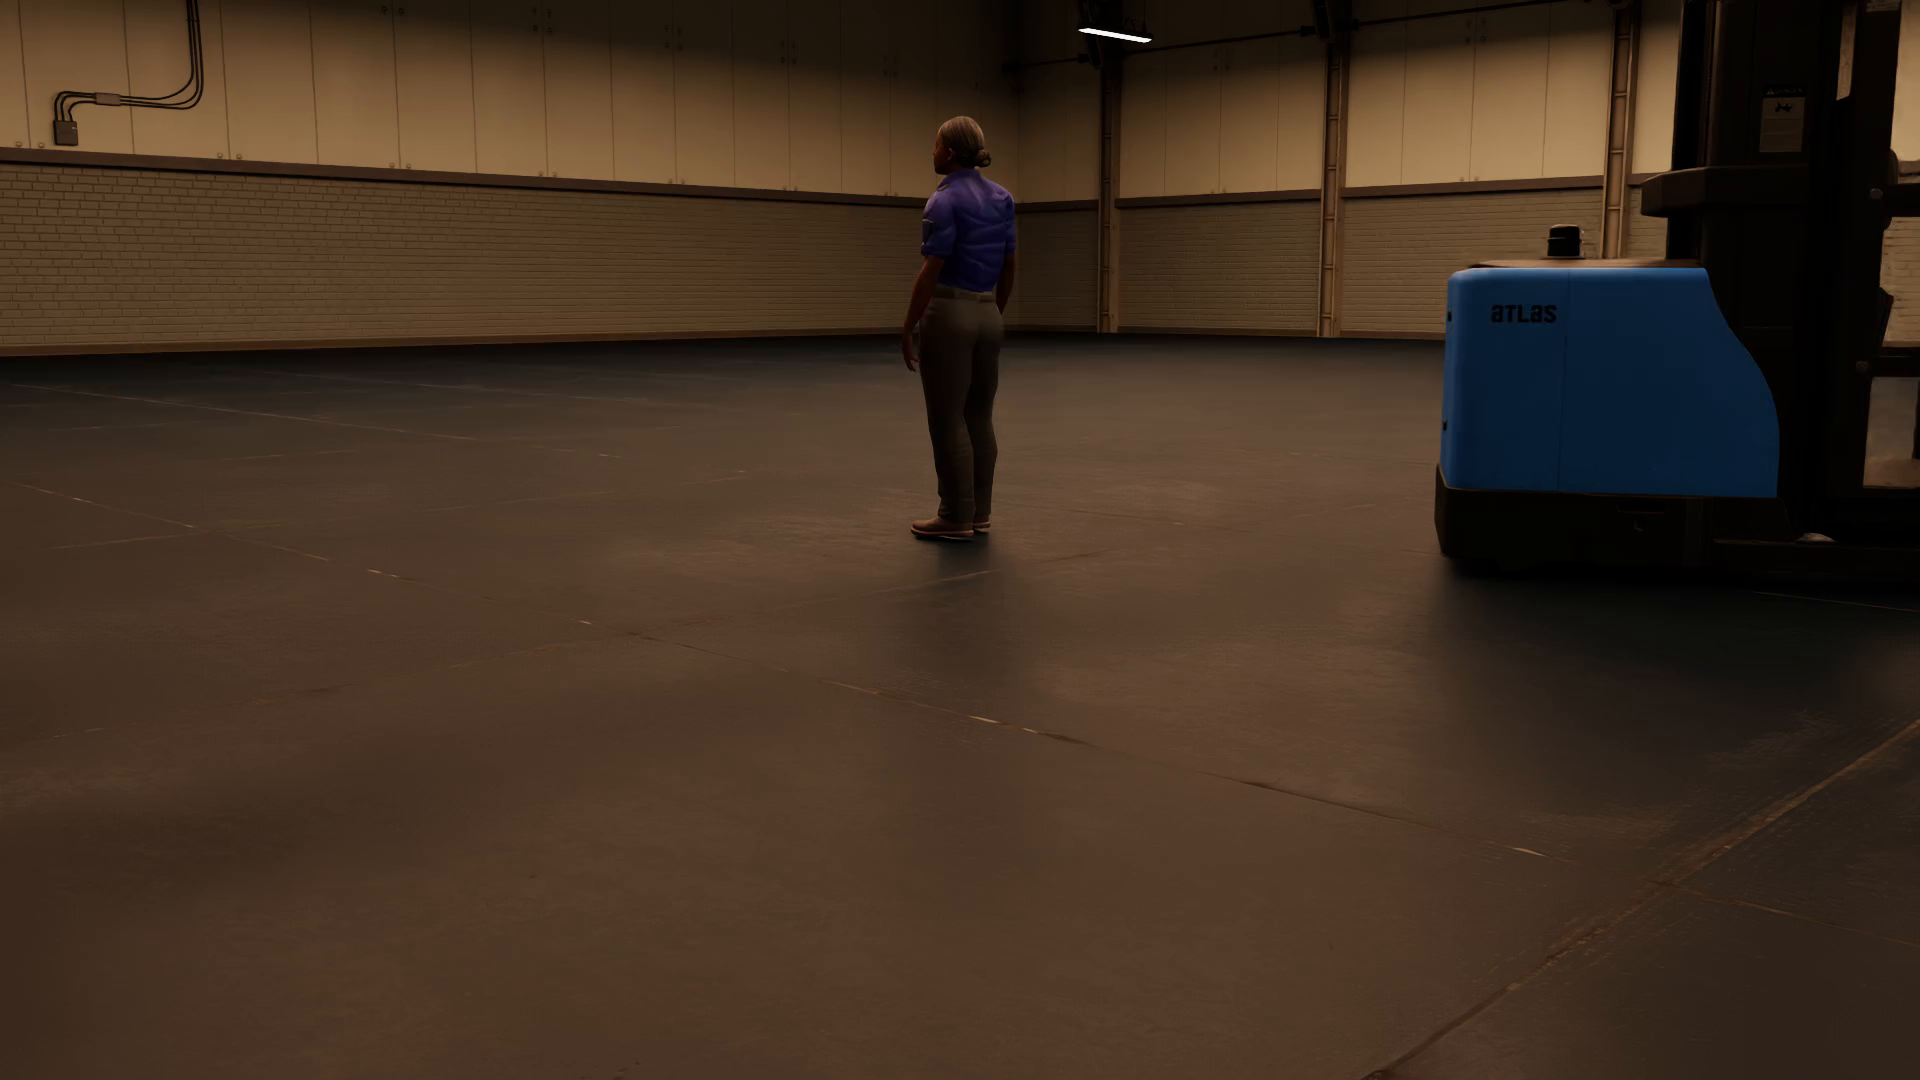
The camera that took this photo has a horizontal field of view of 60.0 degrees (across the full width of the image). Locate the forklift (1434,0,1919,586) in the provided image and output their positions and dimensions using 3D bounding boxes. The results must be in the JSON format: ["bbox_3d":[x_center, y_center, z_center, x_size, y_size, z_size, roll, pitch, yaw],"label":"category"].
[{"bbox_3d":[3.291,-1.339,5.766,3.031,2.935,1.130,2,9,14],"label":"forklift"}]

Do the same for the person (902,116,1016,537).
[{"bbox_3d":[-0.049,-0.836,6.668,0.504,1.654,0.569,8,12,43],"label":"person"}]
